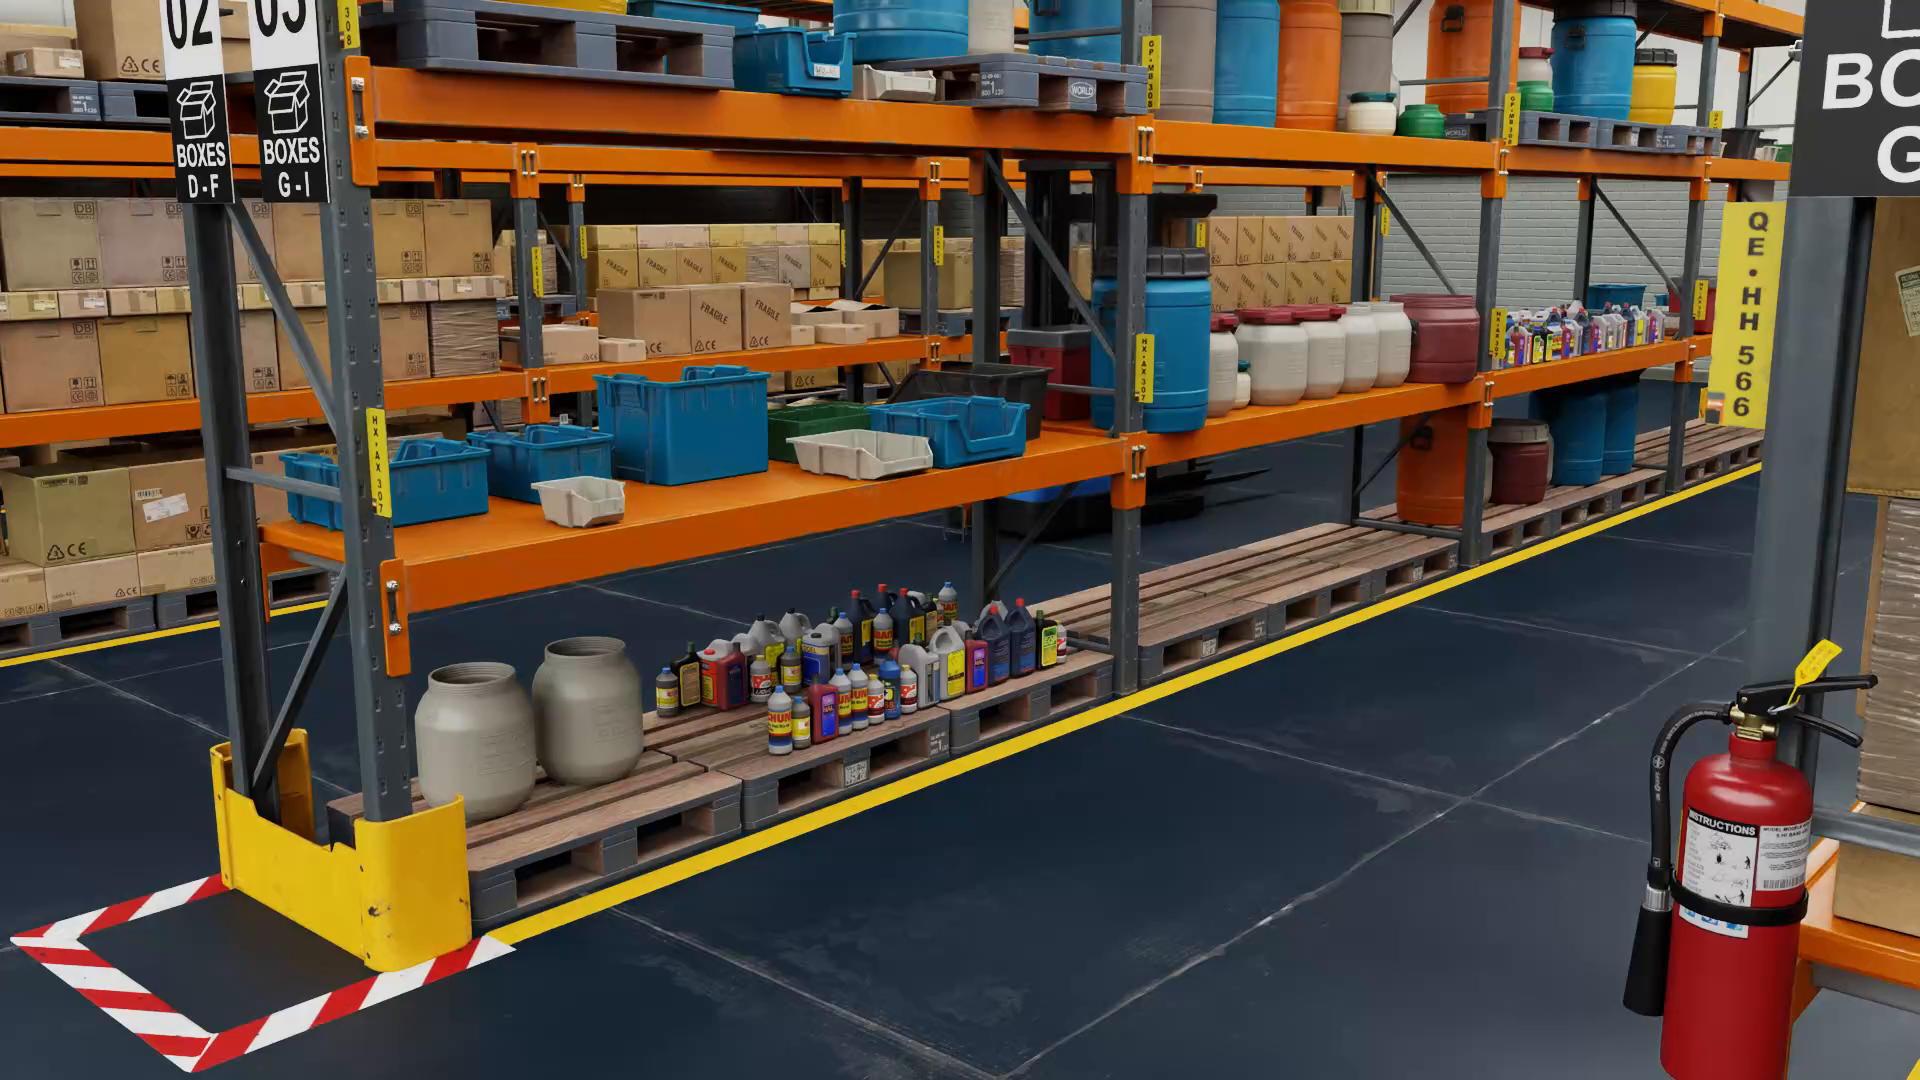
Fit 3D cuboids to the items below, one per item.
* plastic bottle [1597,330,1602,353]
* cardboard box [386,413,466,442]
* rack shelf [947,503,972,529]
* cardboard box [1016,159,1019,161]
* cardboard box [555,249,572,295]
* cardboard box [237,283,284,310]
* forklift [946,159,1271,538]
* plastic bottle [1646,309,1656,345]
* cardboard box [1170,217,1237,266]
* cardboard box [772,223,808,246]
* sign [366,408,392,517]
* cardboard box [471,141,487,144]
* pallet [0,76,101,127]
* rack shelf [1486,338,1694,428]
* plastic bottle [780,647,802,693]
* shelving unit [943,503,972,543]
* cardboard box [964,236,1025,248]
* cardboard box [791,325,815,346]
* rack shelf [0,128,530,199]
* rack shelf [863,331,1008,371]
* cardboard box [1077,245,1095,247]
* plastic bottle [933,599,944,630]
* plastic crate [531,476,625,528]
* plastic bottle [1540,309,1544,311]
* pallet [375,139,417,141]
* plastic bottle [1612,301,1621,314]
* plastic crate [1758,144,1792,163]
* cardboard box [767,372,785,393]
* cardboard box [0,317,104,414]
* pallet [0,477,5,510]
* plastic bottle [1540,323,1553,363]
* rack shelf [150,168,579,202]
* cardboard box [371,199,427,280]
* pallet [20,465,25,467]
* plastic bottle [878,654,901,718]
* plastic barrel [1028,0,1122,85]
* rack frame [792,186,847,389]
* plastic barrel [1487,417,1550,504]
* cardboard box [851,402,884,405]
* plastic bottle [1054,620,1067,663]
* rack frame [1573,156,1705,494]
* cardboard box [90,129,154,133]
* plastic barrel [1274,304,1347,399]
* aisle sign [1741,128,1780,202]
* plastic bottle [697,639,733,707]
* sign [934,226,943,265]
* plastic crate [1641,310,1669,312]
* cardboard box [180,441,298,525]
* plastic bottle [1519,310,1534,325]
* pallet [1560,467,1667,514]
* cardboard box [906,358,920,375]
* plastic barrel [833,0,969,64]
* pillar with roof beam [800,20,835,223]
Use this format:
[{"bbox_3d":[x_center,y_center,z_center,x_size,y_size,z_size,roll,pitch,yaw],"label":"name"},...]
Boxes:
[{"bbox_3d":[4.869,-1.536,12.748,0.097,0.201,0.097,0,11,0],"label":"plastic bottle"},{"bbox_3d":[-3.782,-0.597,11.574,0.500,0.500,0.500,10,15,40],"label":"cardboard box"},{"bbox_3d":[0.035,-0.240,12.204,0.215,0.259,0.240,10,15,40],"label":"rack shelf"},{"bbox_3d":[0.342,-3.728,15.303,0.910,0.500,0.500,10,15,40],"label":"cardboard box"},{"bbox_3d":[-4.210,-2.936,18.186,0.500,0.500,0.500,10,15,41],"label":"cardboard box"},{"bbox_3d":[-4.272,-1.473,10.014,0.380,0.149,0.250,10,15,42],"label":"cardboard box"},{"bbox_3d":[1.297,-1.669,13.085,3.031,2.935,1.130,-10,15,-41],"label":"forklift"},{"bbox_3d":[5.622,-1.738,13.554,0.061,0.283,0.133,10,15,40],"label":"plastic bottle"},{"bbox_3d":[2.562,-3.148,17.508,0.500,0.500,0.500,10,15,42],"label":"cardboard box"},{"bbox_3d":[-2.145,-3.613,19.661,0.500,0.250,0.500,10,15,42],"label":"cardboard box"},{"bbox_3d":[-1.753,-0.234,5.016,0.100,0.325,0.005,10,15,40],"label":"sign"},{"bbox_3d":[-4.597,-3.924,16.716,0.500,0.311,0.500,10,15,40],"label":"cardboard box"},{"bbox_3d":[-5.395,-2.339,8.831,1.003,0.211,1.213,10,15,40],"label":"pallet"},{"bbox_3d":[4.438,-1.288,12.839,1.077,0.370,4.000,10,15,40],"label":"rack shelf"},{"bbox_3d":[-0.776,0.590,7.619,0.097,0.201,0.097,0,11,0],"label":"plastic bottle"},{"bbox_3d":[0.035,-0.523,12.148,0.215,1.050,0.252,10,15,40],"label":"shelving unit"},{"bbox_3d":[0.627,-3.875,23.190,0.980,0.700,0.700,11,16,43],"label":"cardboard box"},{"bbox_3d":[-1.400,-1.670,13.553,0.250,0.149,0.380,-11,16,-43],"label":"cardboard box"},{"bbox_3d":[-4.561,-2.223,9.862,1.077,0.370,4.000,10,15,40],"label":"rack shelf"},{"bbox_3d":[0.719,-1.929,16.048,1.077,0.370,4.000,10,15,40],"label":"rack shelf"},{"bbox_3d":[1.559,-2.790,17.196,0.700,0.500,0.500,4,12,21],"label":"cardboard box"},{"bbox_3d":[-0.130,0.403,8.554,0.097,0.201,0.097,0,11,0],"label":"plastic bottle"},{"bbox_3d":[-1.331,-0.130,5.879,0.298,0.136,0.250,10,15,40],"label":"plastic crate"},{"bbox_3d":[4.828,-1.786,13.823,0.097,0.271,0.097,0,11,0],"label":"plastic bottle"},{"bbox_3d":[-5.795,-3.648,15.638,1.213,0.211,1.003,10,15,40],"label":"pallet"},{"bbox_3d":[5.289,-1.752,13.451,0.144,0.351,0.185,10,15,40],"label":"plastic bottle"},{"bbox_3d":[7.962,-3.709,16.004,0.450,0.188,0.336,10,15,40],"label":"plastic crate"},{"bbox_3d":[-2.600,-2.124,19.605,0.750,0.750,0.750,10,15,42],"label":"cardboard box"},{"bbox_3d":[-5.221,-1.005,9.327,0.700,0.500,0.500,10,15,42],"label":"cardboard box"},{"bbox_3d":[-8.187,-0.388,13.615,1.003,0.211,1.213,10,15,40],"label":"pallet"},{"bbox_3d":[4.227,-1.427,11.996,0.061,0.283,0.133,10,15,40],"label":"plastic bottle"},{"bbox_3d":[-5.644,-3.452,16.012,1.077,0.370,4.000,10,15,40],"label":"rack shelf"},{"bbox_3d":[-3.862,-1.944,10.717,0.700,0.500,0.500,10,15,40],"label":"cardboard box"},{"bbox_3d":[-7.381,-0.568,14.518,1.003,0.211,1.213,10,15,40],"label":"pallet"},{"bbox_3d":[-0.306,0.631,7.236,0.097,0.271,0.097,0,11,0],"label":"plastic bottle"},{"bbox_3d":[0.650,-2.578,8.521,0.600,0.901,0.708,10,15,40],"label":"plastic barrel"},{"bbox_3d":[-1.684,-3.216,20.655,1.000,3.000,0.127,10,15,40],"label":"rack frame"},{"bbox_3d":[4.173,-0.610,12.694,0.600,0.588,0.708,10,15,40],"label":"plastic barrel"},{"bbox_3d":[-0.762,-1.011,14.133,0.500,0.311,0.500,10,15,42],"label":"cardboard box"},{"bbox_3d":[0.472,0.492,8.111,0.097,0.201,0.097,0,11,0],"label":"plastic bottle"},{"bbox_3d":[5.758,-1.935,14.242,1.000,3.000,0.127,10,15,40],"label":"rack frame"},{"bbox_3d":[-7.114,-3.462,13.923,0.500,0.500,0.500,10,15,42],"label":"cardboard box"},{"bbox_3d":[2.043,-1.109,9.758,0.433,0.535,0.433,0,11,0],"label":"plastic barrel"},{"bbox_3d":[8.223,-3.848,17.179,0.394,0.787,0.004,10,15,40],"label":"aisle sign"},{"bbox_3d":[-1.093,0.590,7.431,0.152,0.276,0.135,10,15,41],"label":"plastic bottle"},{"bbox_3d":[-0.182,-2.484,14.034,0.100,0.325,0.005,10,15,40],"label":"sign"},{"bbox_3d":[6.295,-2.029,15.261,0.437,0.125,0.590,10,15,40],"label":"plastic crate"},{"bbox_3d":[-4.368,-0.306,10.121,0.500,0.500,0.500,10,15,40],"label":"cardboard box"},{"bbox_3d":[4.555,-1.719,13.478,0.152,0.276,0.135,10,15,40],"label":"plastic bottle"},{"bbox_3d":[5.217,-0.460,13.974,1.003,0.211,1.213,10,15,40],"label":"pallet"},{"bbox_3d":[-0.779,-2.367,21.711,0.700,0.500,0.500,10,15,40],"label":"cardboard box"},{"bbox_3d":[-0.260,-2.548,7.301,0.600,0.901,0.708,10,15,40],"label":"plastic barrel"},{"bbox_3d":[1.362,-5.816,18.356,9.100,9.000,0.400,10,15,40],"label":"pillar with roof beam"}]
